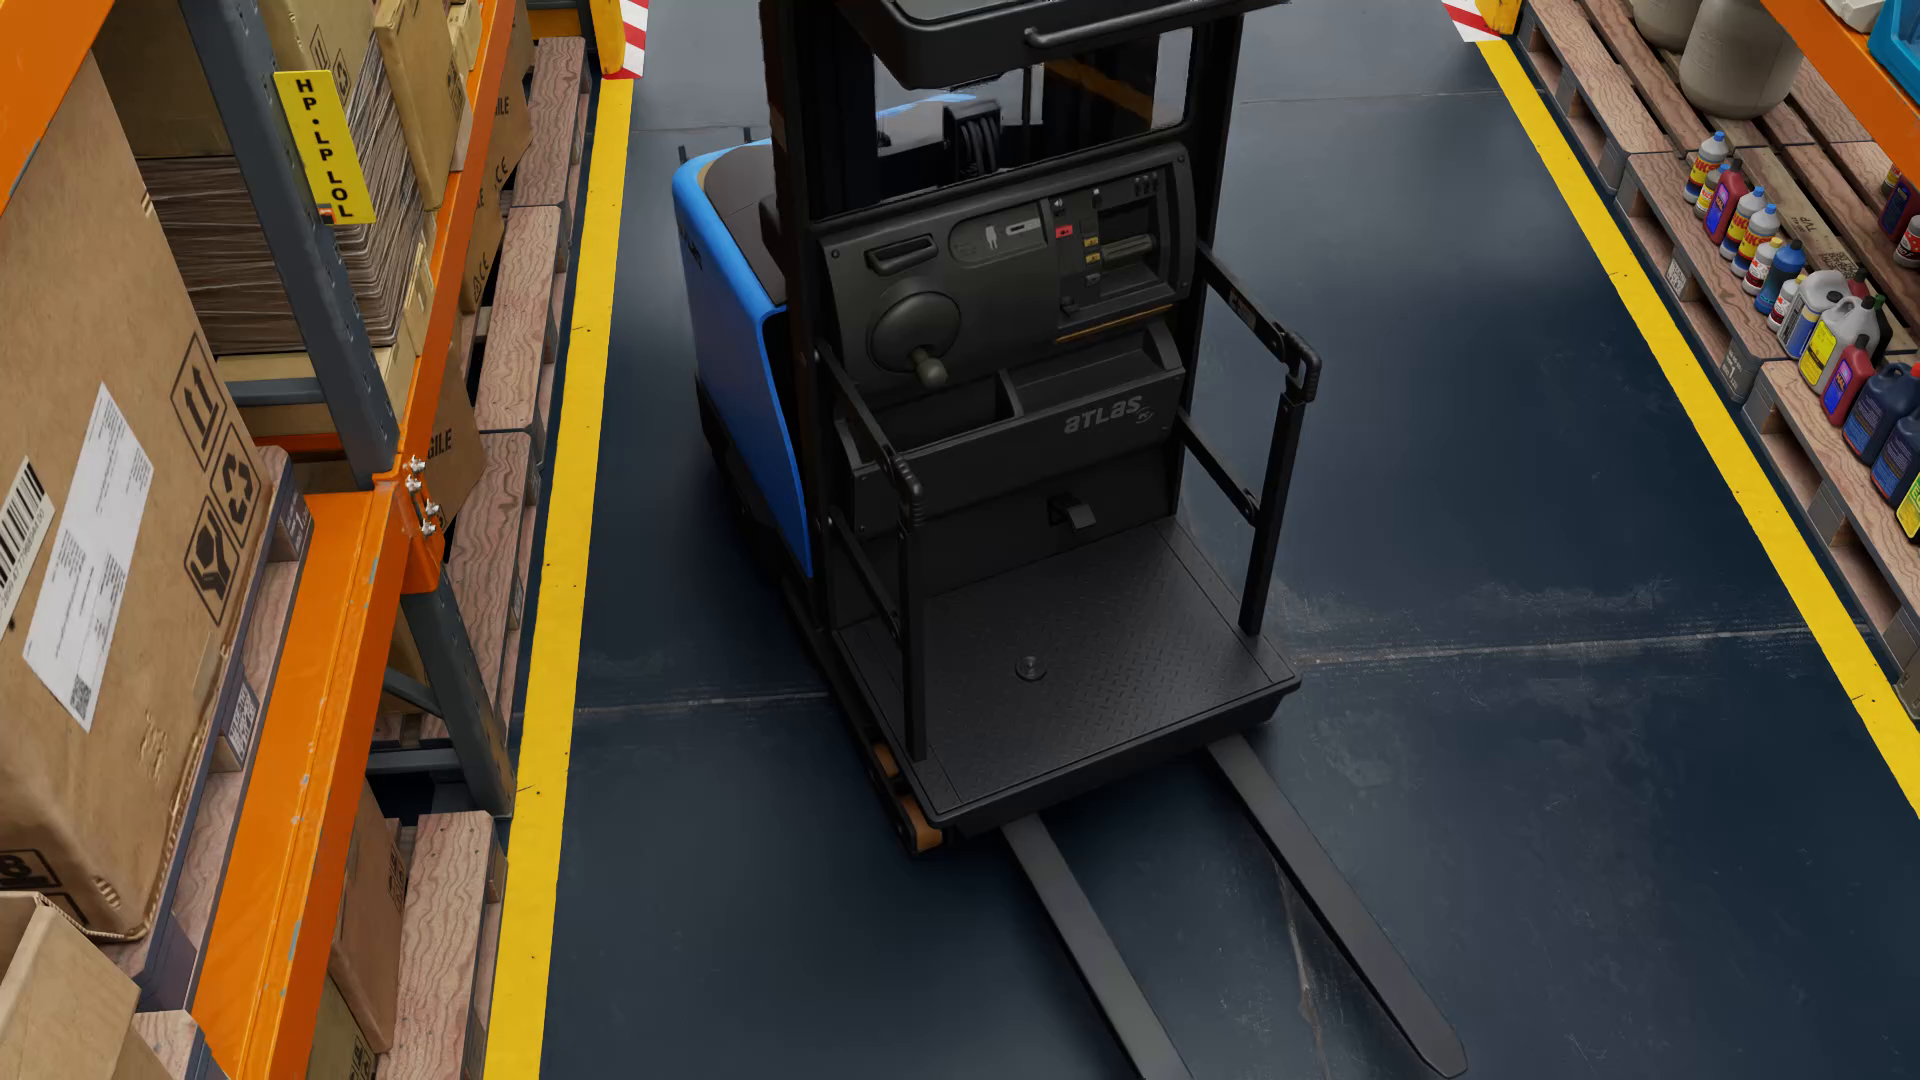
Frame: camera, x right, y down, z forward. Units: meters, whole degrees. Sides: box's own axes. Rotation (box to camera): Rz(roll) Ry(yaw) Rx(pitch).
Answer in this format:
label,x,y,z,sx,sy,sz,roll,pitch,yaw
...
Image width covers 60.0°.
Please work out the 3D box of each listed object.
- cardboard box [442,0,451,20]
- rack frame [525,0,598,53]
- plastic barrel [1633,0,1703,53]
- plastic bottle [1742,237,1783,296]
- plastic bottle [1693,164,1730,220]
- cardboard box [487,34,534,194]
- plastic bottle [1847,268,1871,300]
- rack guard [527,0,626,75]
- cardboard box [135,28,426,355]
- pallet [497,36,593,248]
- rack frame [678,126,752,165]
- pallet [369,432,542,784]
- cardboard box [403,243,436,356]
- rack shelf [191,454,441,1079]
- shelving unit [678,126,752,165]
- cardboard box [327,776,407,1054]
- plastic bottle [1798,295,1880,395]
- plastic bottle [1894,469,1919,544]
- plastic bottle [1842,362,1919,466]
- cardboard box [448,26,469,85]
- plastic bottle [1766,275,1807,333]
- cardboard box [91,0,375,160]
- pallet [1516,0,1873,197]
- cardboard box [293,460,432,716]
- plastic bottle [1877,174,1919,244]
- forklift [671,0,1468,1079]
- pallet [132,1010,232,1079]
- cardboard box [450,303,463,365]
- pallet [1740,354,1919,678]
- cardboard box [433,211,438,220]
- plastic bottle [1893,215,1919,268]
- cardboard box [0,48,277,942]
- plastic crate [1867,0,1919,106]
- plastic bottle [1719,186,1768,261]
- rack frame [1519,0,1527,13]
label,x,y,z,sx,sy,sz,roll,pitch,yaw
cardboard box,-1.846,-1.470,4.302,0.875,0.500,0.500,-3,47,-3
rack frame,-2.056,-3.178,6.194,1.000,3.000,0.127,-3,47,-3
plastic barrel,3.011,-2.297,6.784,0.421,0.512,0.421,0,47,0
plastic bottle,2.767,-0.946,5.704,0.097,0.201,0.097,0,47,0
plastic bottle,2.730,-1.263,6.004,0.097,0.201,0.097,0,47,0
cardboard box,-1.936,-1.580,6.113,0.500,0.500,0.500,8,47,7
plastic bottle,2.927,-0.748,5.461,0.061,0.283,0.133,-3,47,-3
rack guard,-2.049,-2.264,7.050,1.175,0.500,0.348,-3,47,-3
cardboard box,-1.697,-0.750,3.621,0.875,0.500,0.500,-3,47,-3
pallet,-2.016,-1.575,6.596,1.003,0.211,1.213,-3,47,-3
rack frame,-0.752,-0.930,5.513,0.240,0.900,0.006,-21,45,-19
pallet,-1.812,0.191,4.924,1.003,0.211,1.213,-3,47,-3
cardboard box,-1.447,-0.553,3.881,0.380,0.149,0.250,-3,47,-3
rack shelf,-1.553,1.410,2.344,1.077,0.370,4.000,-3,47,-3
shelving unit,-0.704,-0.872,5.445,0.258,0.900,0.210,-21,45,-19
cardboard box,-1.691,0.870,3.779,0.700,0.500,0.500,-7,47,-6
plastic bottle,2.831,-0.647,5.318,0.144,0.351,0.185,-4,47,-4
plastic bottle,2.846,-0.131,4.876,0.061,0.283,0.133,-1,47,-1
plastic bottle,2.858,-0.413,5.097,0.144,0.351,0.185,-6,47,-5
cardboard box,-1.568,-1.275,4.564,0.380,0.149,0.250,-3,47,-3
plastic bottle,2.784,-0.797,5.563,0.097,0.201,0.097,0,47,0
cardboard box,-1.505,-1.106,3.269,0.500,0.500,0.500,-3,47,-3
pallet,2.996,-1.880,6.885,1.003,0.211,1.213,-3,47,-3
cardboard box,-1.714,0.139,4.485,0.500,0.500,0.500,-5,47,-5
plastic bottle,3.358,-1.204,5.892,0.061,0.283,0.133,-3,47,-3
forklift,0.225,-0.541,3.744,1.130,2.935,3.031,-19,49,-17
pallet,-1.592,1.246,2.136,1.003,0.211,1.213,-3,47,-3
cardboard box,-1.900,-0.719,5.298,0.500,0.500,0.500,-7,47,-7
pallet,3.200,-0.115,5.213,1.003,0.211,1.213,-3,47,-3
cardboard box,-1.526,-0.913,4.222,0.380,0.149,0.250,-3,47,-3
plastic bottle,3.353,-1.061,5.813,0.097,0.201,0.097,0,47,0
cardboard box,-1.794,-0.052,2.531,1.000,1.000,1.000,-3,47,-3
plastic crate,2.852,-1.318,4.535,0.499,0.251,0.616,-3,47,-3
plastic bottle,2.750,-1.114,5.815,0.097,0.271,0.097,0,47,0
rack frame,2.880,-3.479,6.479,1.000,3.000,0.127,-3,47,-3
